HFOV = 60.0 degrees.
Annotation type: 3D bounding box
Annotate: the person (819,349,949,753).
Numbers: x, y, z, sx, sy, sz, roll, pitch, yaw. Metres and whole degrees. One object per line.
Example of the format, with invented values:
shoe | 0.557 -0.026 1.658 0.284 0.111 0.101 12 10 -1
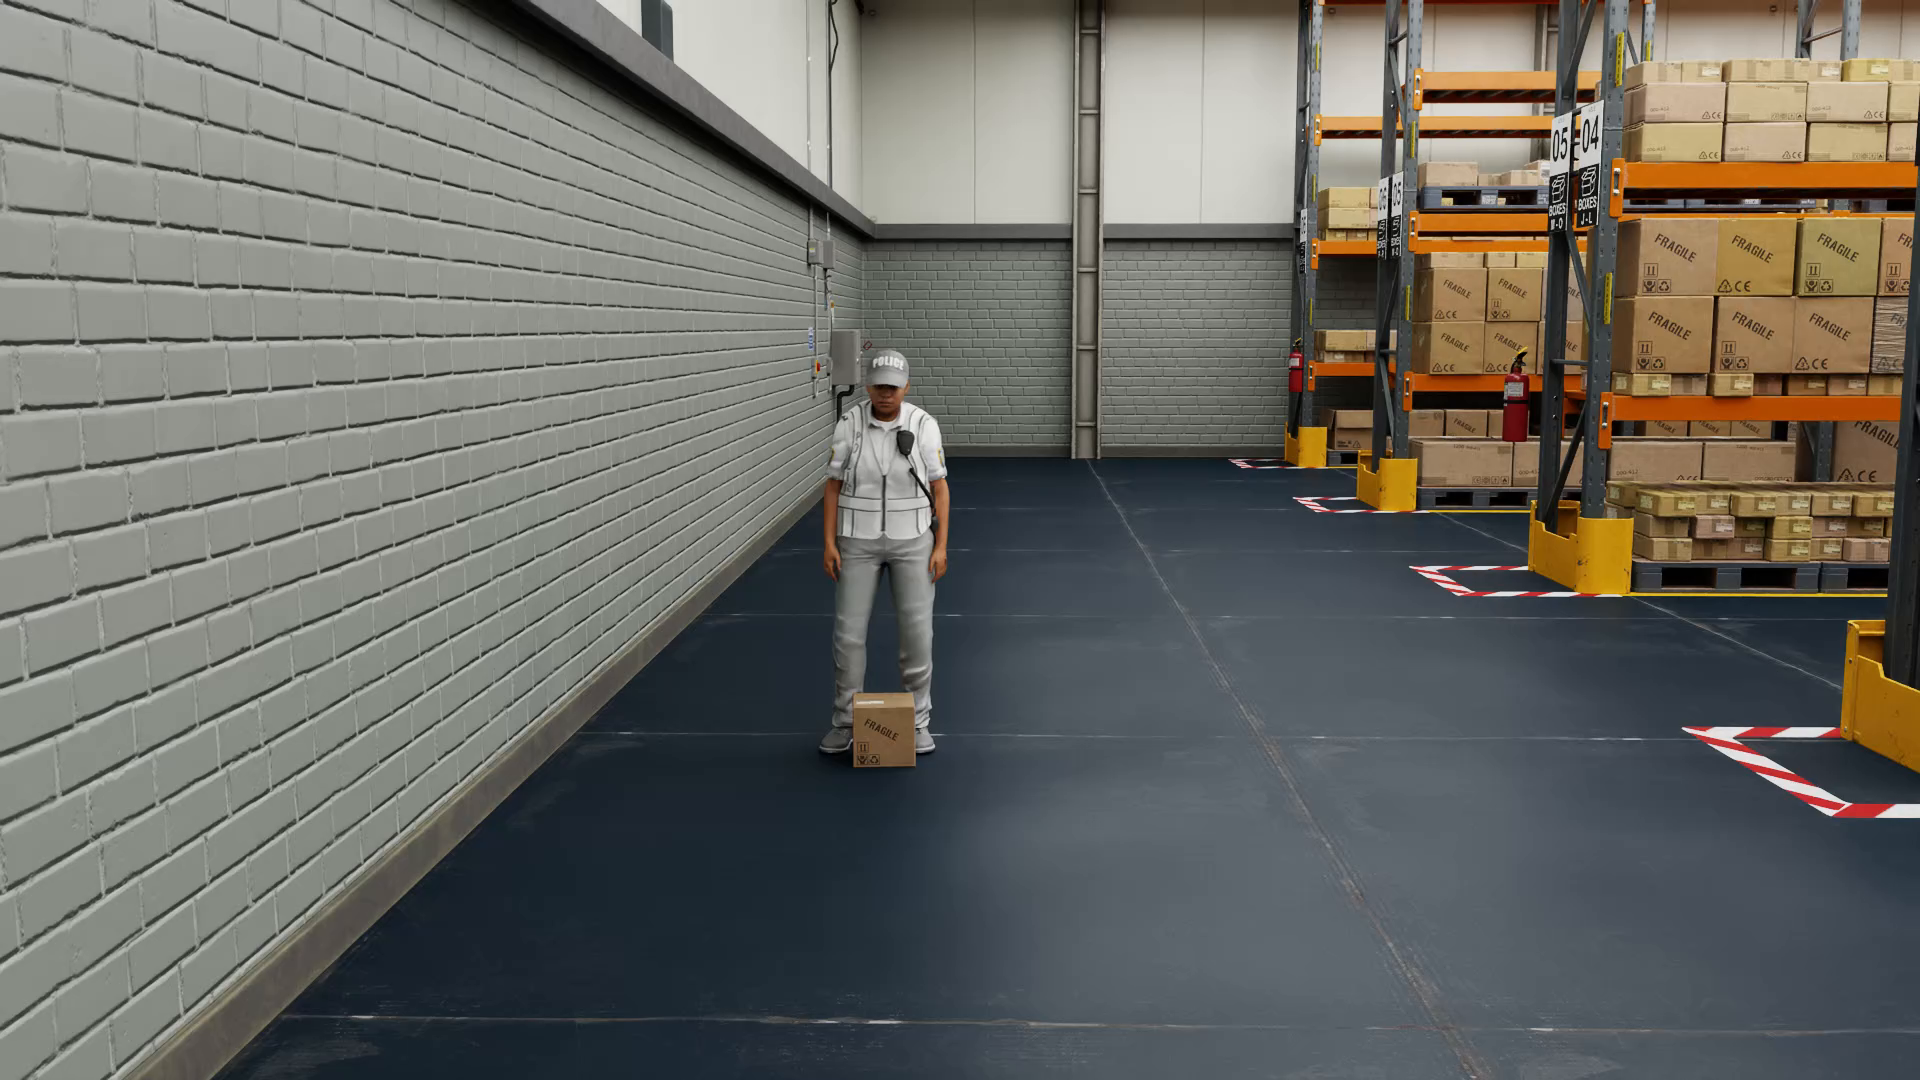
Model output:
person | -0.315 0.043 6.910 0.539 1.667 0.466 0 7 2
